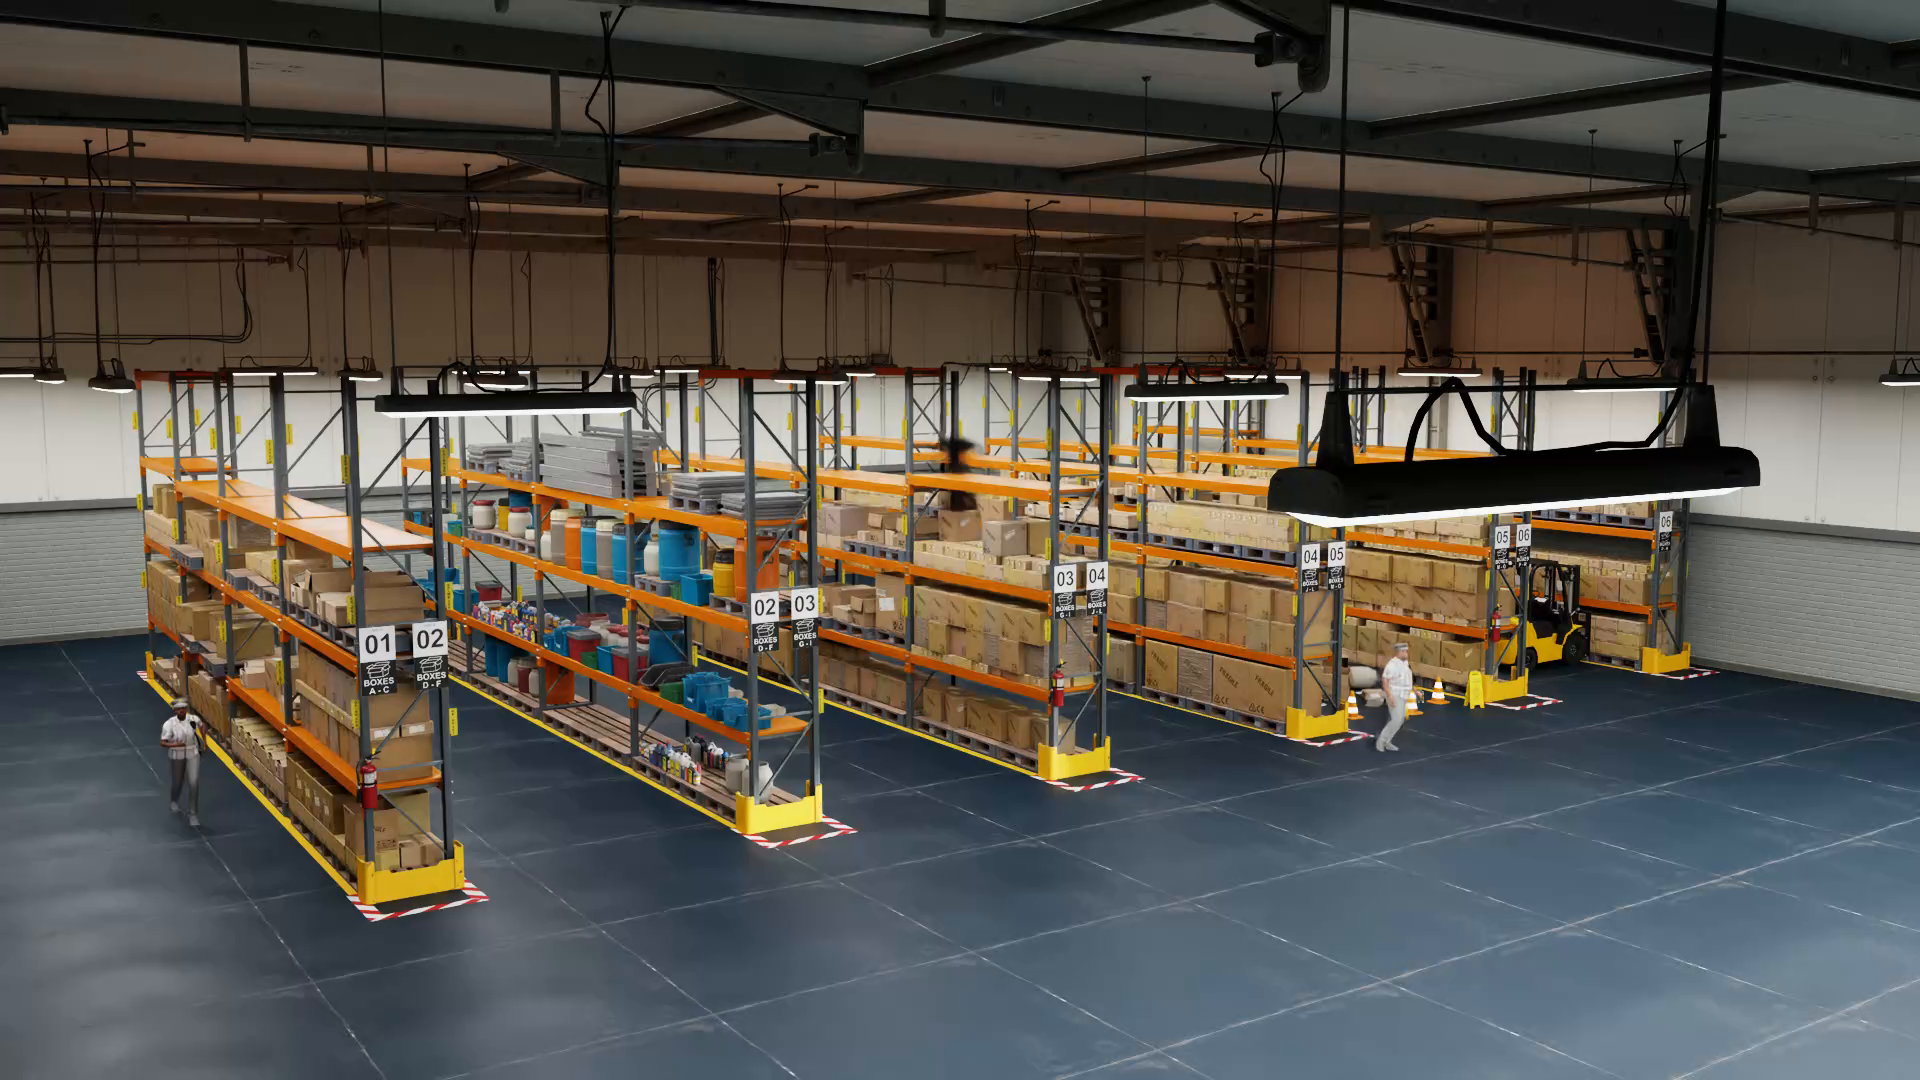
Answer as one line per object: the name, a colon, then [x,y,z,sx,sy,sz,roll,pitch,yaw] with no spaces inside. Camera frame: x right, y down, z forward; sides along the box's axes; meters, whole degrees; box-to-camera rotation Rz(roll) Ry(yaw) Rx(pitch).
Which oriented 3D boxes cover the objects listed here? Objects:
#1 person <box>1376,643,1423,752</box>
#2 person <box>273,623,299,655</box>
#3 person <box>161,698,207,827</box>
person: [6.964,2.509,26.417,0.602,1.751,0.782,4,8,34]
person: [-13.009,1.860,32.165,0.570,1.735,0.846,-5,8,-35]
person: [-10.487,2.961,22.490,0.565,1.741,0.858,-3,7,-27]
